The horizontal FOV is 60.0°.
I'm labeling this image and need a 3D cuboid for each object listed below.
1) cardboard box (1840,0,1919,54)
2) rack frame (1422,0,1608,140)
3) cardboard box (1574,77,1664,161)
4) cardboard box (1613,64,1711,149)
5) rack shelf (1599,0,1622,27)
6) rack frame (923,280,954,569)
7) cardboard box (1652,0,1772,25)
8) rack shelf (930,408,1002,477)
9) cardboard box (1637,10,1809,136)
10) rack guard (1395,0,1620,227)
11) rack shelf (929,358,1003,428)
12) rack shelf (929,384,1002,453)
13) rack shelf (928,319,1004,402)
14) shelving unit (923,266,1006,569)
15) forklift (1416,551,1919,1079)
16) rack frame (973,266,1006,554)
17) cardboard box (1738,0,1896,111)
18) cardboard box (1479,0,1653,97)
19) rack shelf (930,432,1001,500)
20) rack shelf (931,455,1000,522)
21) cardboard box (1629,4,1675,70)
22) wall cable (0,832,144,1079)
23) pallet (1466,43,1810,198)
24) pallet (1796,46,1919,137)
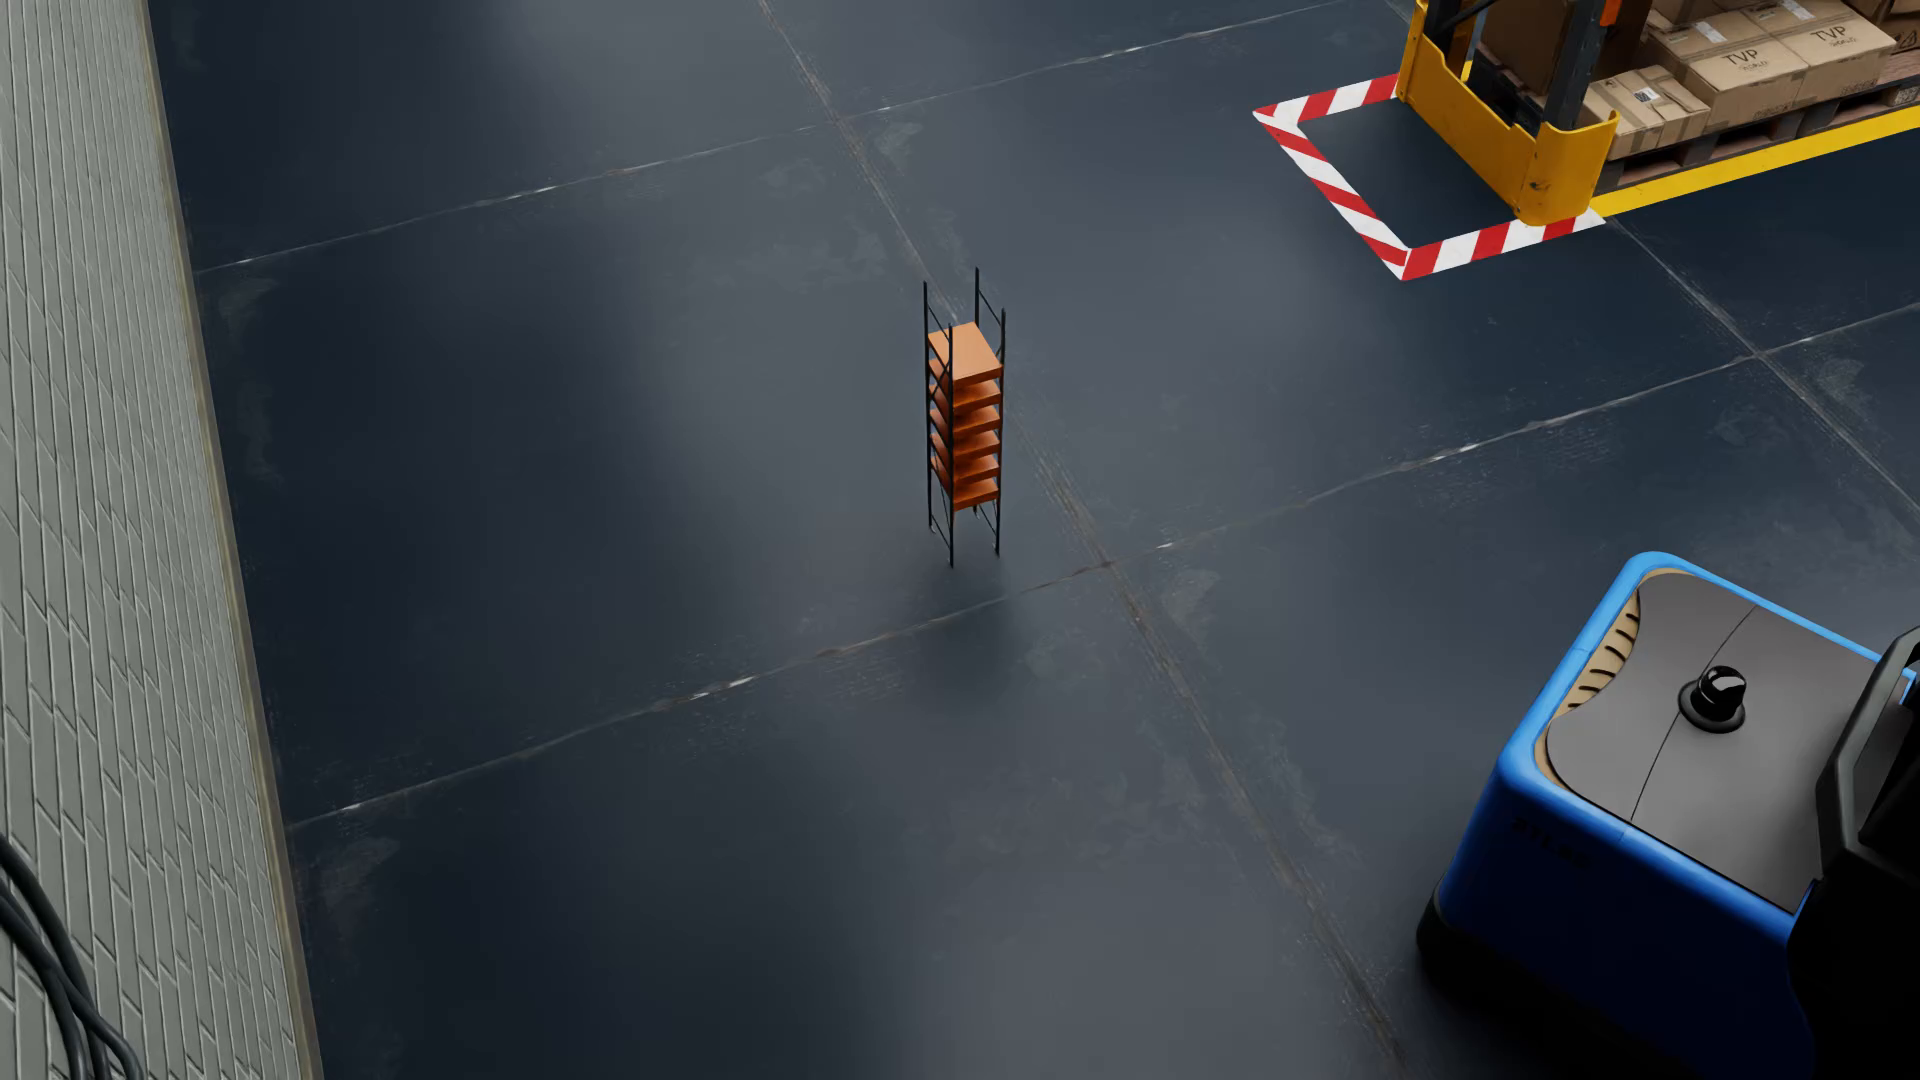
[{"bbox_3d":[4.382,-2.740,7.981,0.637,0.503,0.797,-17,52,-14],"label":"cardboard box"},{"bbox_3d":[2.416,-2.805,6.681,0.127,3.000,1.000,-17,52,-14],"label":"rack frame"},{"bbox_3d":[2.934,-1.898,7.492,0.250,0.149,0.380,-17,52,-14],"label":"cardboard box"},{"bbox_3d":[3.165,-1.976,7.547,0.250,0.166,0.380,-17,52,-14],"label":"cardboard box"},{"bbox_3d":[4.268,-3.144,7.447,4.000,0.370,1.077,-17,52,-14],"label":"rack shelf"},{"bbox_3d":[-0.071,-0.369,5.776,0.006,1.200,0.240,-17,52,-14],"label":"rack frame"},{"bbox_3d":[3.717,-2.633,8.056,0.500,0.250,0.500,-17,52,-14],"label":"cardboard box"},{"bbox_3d":[0.013,-0.366,5.832,0.180,0.103,0.258,-17,52,-14],"label":"rack shelf"},{"bbox_3d":[3.490,-2.152,7.644,0.500,0.250,0.500,-17,52,-14],"label":"cardboard box"},{"bbox_3d":[2.487,-2.012,7.649,0.348,0.500,1.175,-17,52,-14],"label":"rack guard"},{"bbox_3d":[0.013,-0.522,5.650,0.180,0.103,0.258,-17,52,-14],"label":"rack shelf"},{"bbox_3d":[0.013,-0.444,5.741,0.180,0.103,0.258,-17,52,-14],"label":"rack shelf"},{"bbox_3d":[0.013,-0.601,5.559,0.180,0.103,0.258,-17,52,-14],"label":"rack shelf"},{"bbox_3d":[0.013,-0.395,5.798,0.189,1.200,0.258,-17,52,-14],"label":"shelving unit"},{"bbox_3d":[2.877,0.725,3.695,3.031,2.935,1.130,30,56,23],"label":"forklift"},{"bbox_3d":[0.098,-0.421,5.821,0.006,1.200,0.240,-17,52,-14],"label":"rack frame"},{"bbox_3d":[3.953,-2.296,7.767,0.500,0.250,0.500,-17,52,-14],"label":"cardboard box"},{"bbox_3d":[2.827,-2.463,7.745,0.500,0.500,0.500,-17,52,-14],"label":"cardboard box"},{"bbox_3d":[0.013,-0.288,5.923,0.180,0.103,0.258,-17,52,-14],"label":"rack shelf"},{"bbox_3d":[0.013,-0.210,6.014,0.180,0.103,0.258,-17,52,-14],"label":"rack shelf"},{"bbox_3d":[3.236,-2.407,7.917,0.250,0.166,0.380,-17,52,-14],"label":"cardboard box"},{"bbox_3d":[-1.078,1.102,1.419,0.112,2.526,3.097,-17,52,-14],"label":"wall cable"},{"bbox_3d":[3.224,-2.147,7.955,1.213,0.211,1.003,-17,52,-14],"label":"pallet"},{"bbox_3d":[4.352,-2.494,8.253,1.213,0.211,1.003,-17,52,-14],"label":"pallet"}]
